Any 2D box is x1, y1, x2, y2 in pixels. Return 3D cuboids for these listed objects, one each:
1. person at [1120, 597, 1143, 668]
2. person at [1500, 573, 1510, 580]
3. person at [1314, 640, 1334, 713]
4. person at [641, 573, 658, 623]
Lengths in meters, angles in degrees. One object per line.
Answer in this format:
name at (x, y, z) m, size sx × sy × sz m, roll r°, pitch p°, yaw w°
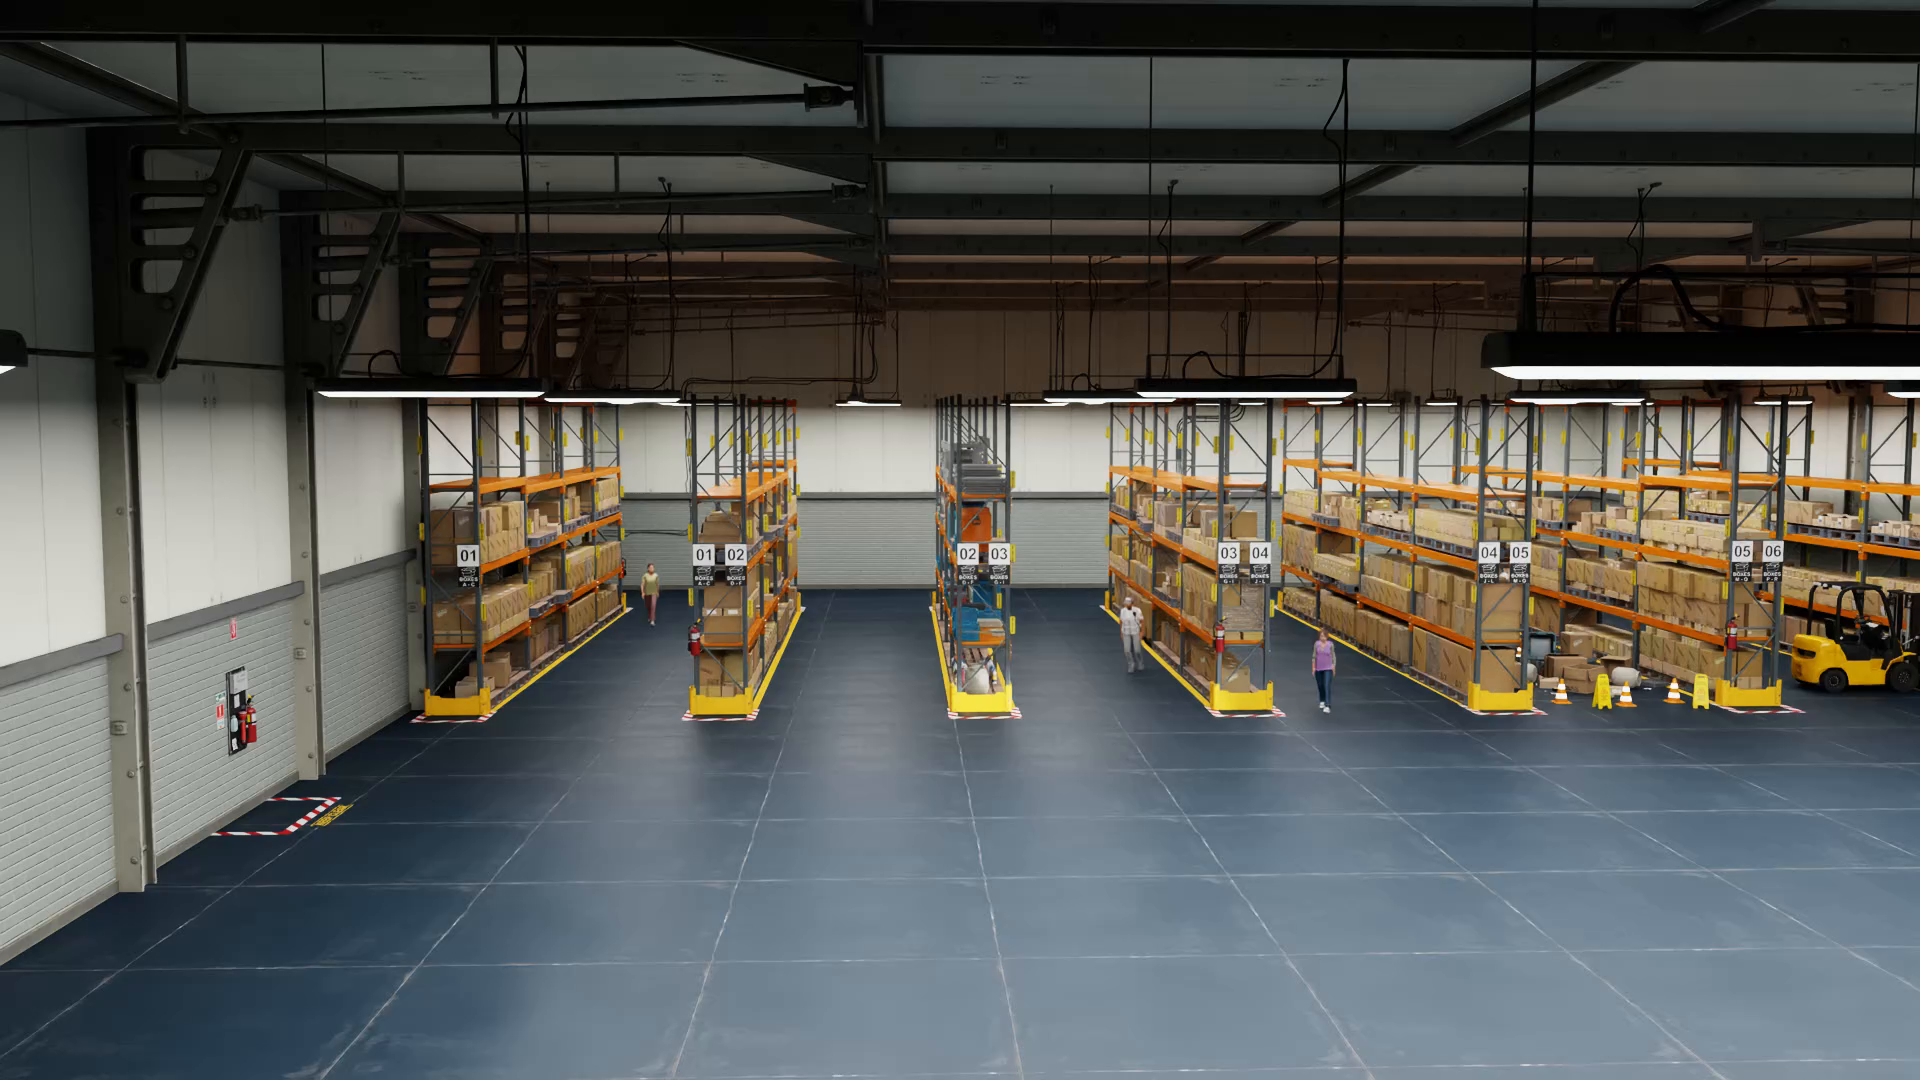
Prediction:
person at (3.731, 2.018, 36.284) m, size 0.529 × 1.570 × 0.440 m, roll 1°, pitch 5°, yaw 17°
person at (13.176, 1.656, 40.112) m, size 0.578 × 1.727 × 0.471 m, roll 0°, pitch 4°, yaw -2°
person at (6.908, 2.570, 31.487) m, size 0.420 × 1.336 × 0.831 m, roll 3°, pitch 5°, yaw 32°
person at (-8.258, 1.521, 44.273) m, size 0.432 × 1.303 × 0.935 m, roll 0°, pitch 5°, yaw -6°
